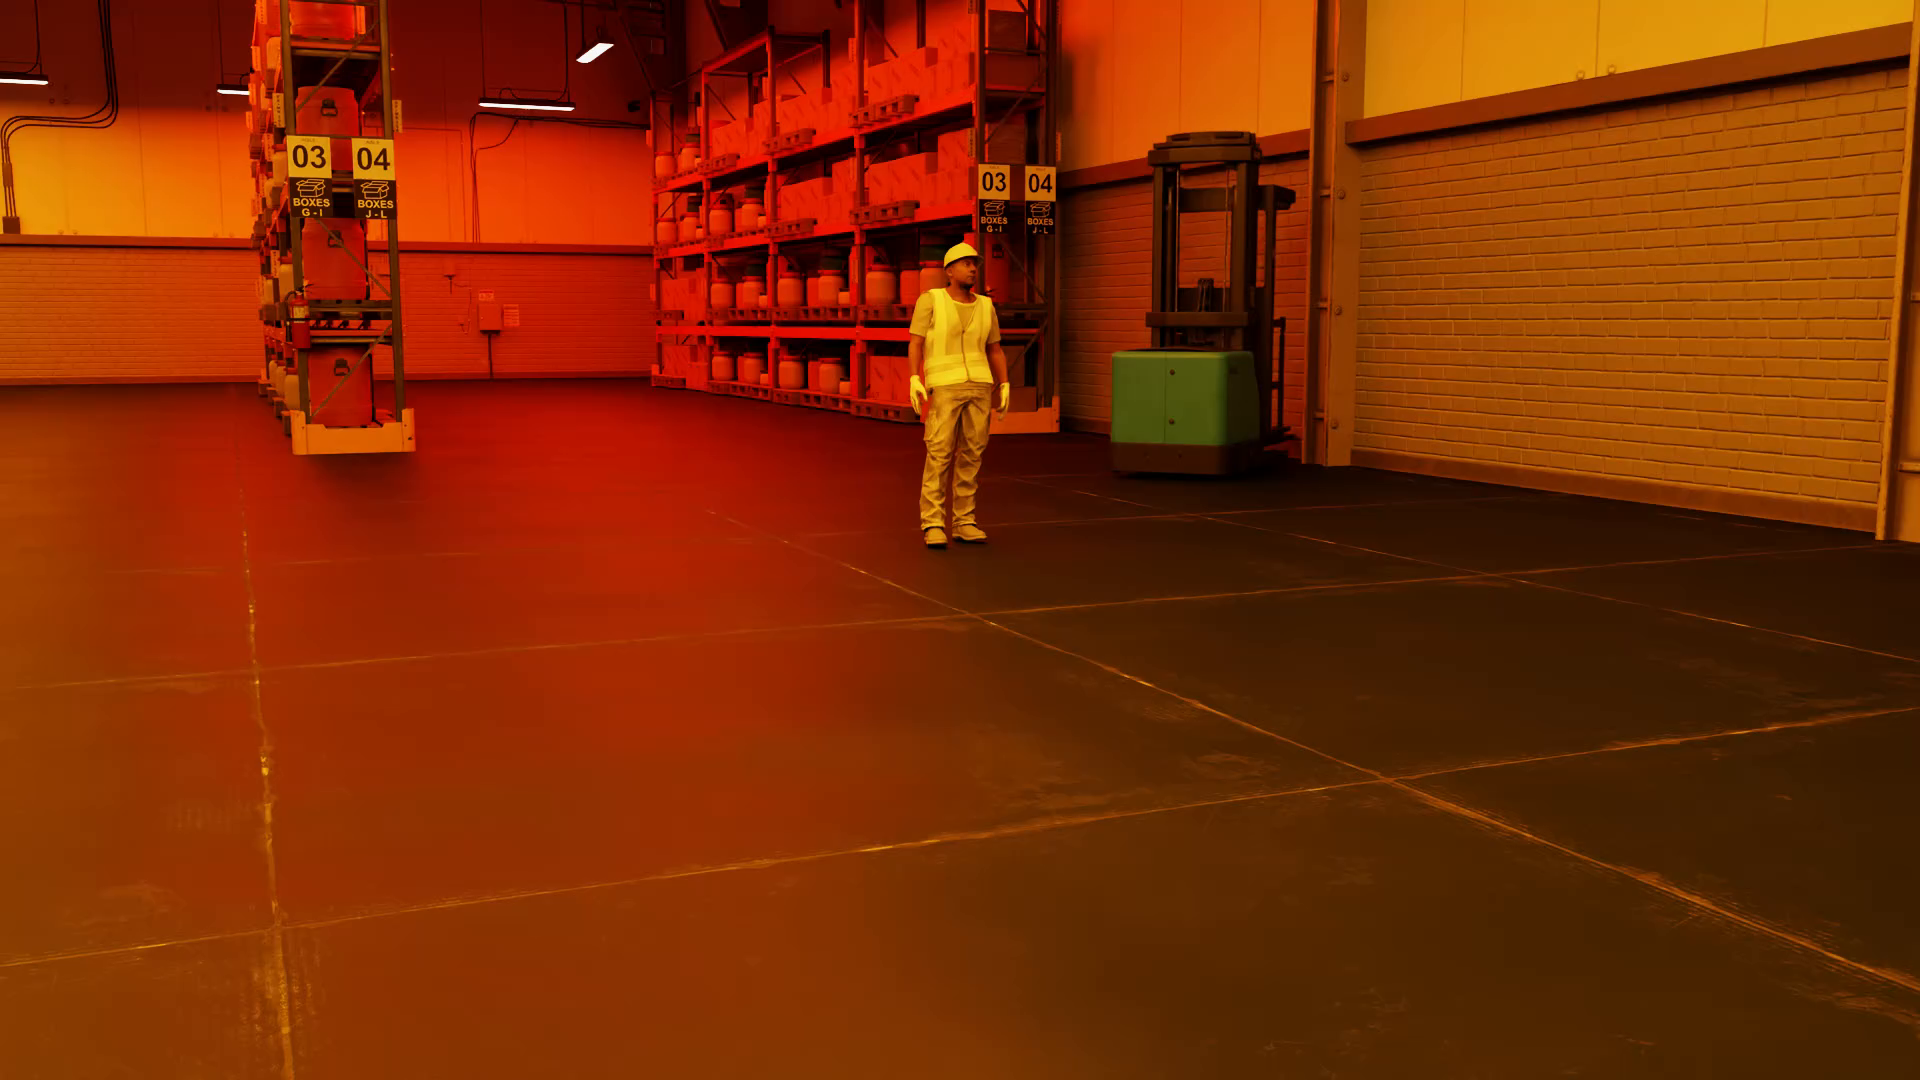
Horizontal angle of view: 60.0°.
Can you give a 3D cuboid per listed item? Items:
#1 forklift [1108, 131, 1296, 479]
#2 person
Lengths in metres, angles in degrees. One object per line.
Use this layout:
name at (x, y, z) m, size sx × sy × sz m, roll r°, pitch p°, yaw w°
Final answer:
forklift at (2.361, -2.118, 15.010) m, size 1.130 × 2.935 × 3.031 m, roll 4°, pitch 8°, yaw 26°
person at (0.021, -0.882, 9.967) m, size 0.657 × 1.785 × 0.575 m, roll -3°, pitch 8°, yaw -23°
